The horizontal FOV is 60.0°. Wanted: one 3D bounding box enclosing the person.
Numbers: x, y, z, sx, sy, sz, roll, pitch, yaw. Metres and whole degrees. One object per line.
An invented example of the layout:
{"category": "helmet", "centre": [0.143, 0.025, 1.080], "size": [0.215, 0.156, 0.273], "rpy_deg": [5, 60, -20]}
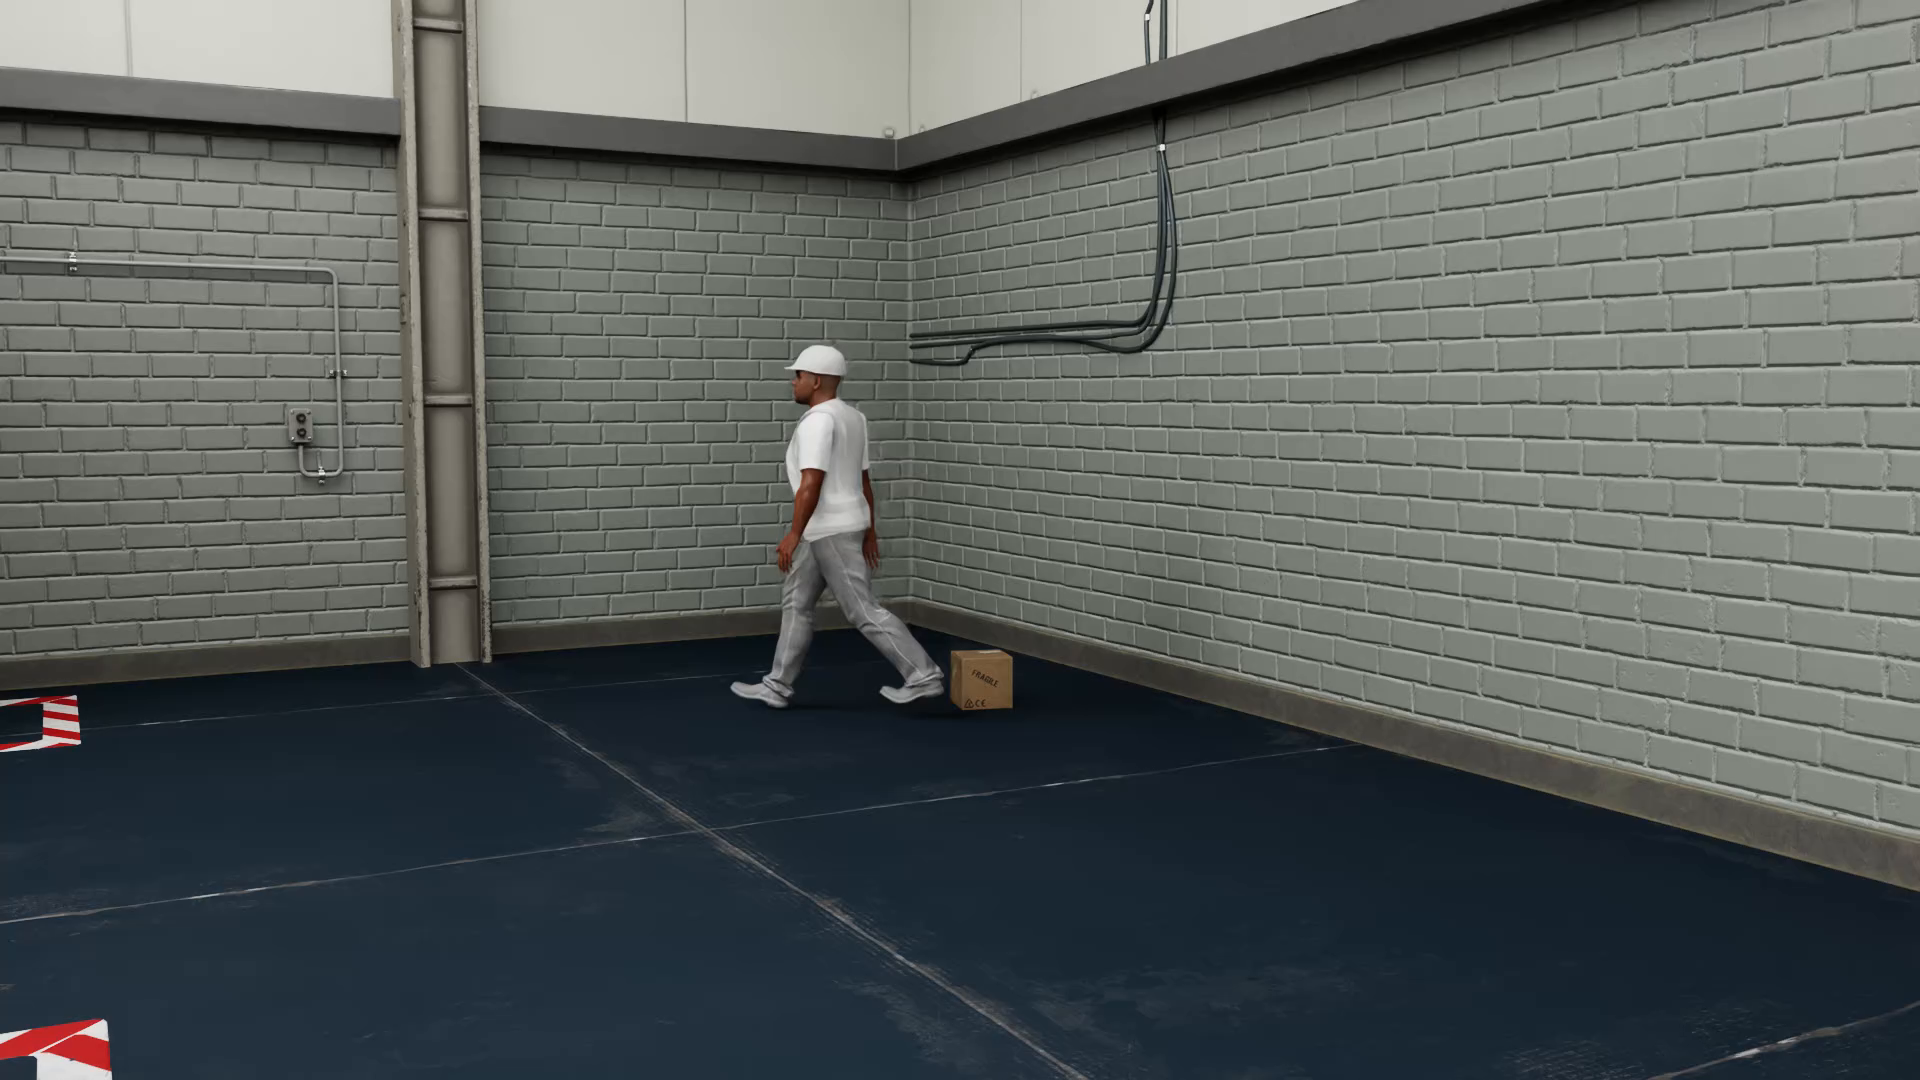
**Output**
{"category": "person", "centre": [-0.597, -0.044, 7.770], "size": [1.064, 1.720, 0.599], "rpy_deg": [1, 5, 8]}
